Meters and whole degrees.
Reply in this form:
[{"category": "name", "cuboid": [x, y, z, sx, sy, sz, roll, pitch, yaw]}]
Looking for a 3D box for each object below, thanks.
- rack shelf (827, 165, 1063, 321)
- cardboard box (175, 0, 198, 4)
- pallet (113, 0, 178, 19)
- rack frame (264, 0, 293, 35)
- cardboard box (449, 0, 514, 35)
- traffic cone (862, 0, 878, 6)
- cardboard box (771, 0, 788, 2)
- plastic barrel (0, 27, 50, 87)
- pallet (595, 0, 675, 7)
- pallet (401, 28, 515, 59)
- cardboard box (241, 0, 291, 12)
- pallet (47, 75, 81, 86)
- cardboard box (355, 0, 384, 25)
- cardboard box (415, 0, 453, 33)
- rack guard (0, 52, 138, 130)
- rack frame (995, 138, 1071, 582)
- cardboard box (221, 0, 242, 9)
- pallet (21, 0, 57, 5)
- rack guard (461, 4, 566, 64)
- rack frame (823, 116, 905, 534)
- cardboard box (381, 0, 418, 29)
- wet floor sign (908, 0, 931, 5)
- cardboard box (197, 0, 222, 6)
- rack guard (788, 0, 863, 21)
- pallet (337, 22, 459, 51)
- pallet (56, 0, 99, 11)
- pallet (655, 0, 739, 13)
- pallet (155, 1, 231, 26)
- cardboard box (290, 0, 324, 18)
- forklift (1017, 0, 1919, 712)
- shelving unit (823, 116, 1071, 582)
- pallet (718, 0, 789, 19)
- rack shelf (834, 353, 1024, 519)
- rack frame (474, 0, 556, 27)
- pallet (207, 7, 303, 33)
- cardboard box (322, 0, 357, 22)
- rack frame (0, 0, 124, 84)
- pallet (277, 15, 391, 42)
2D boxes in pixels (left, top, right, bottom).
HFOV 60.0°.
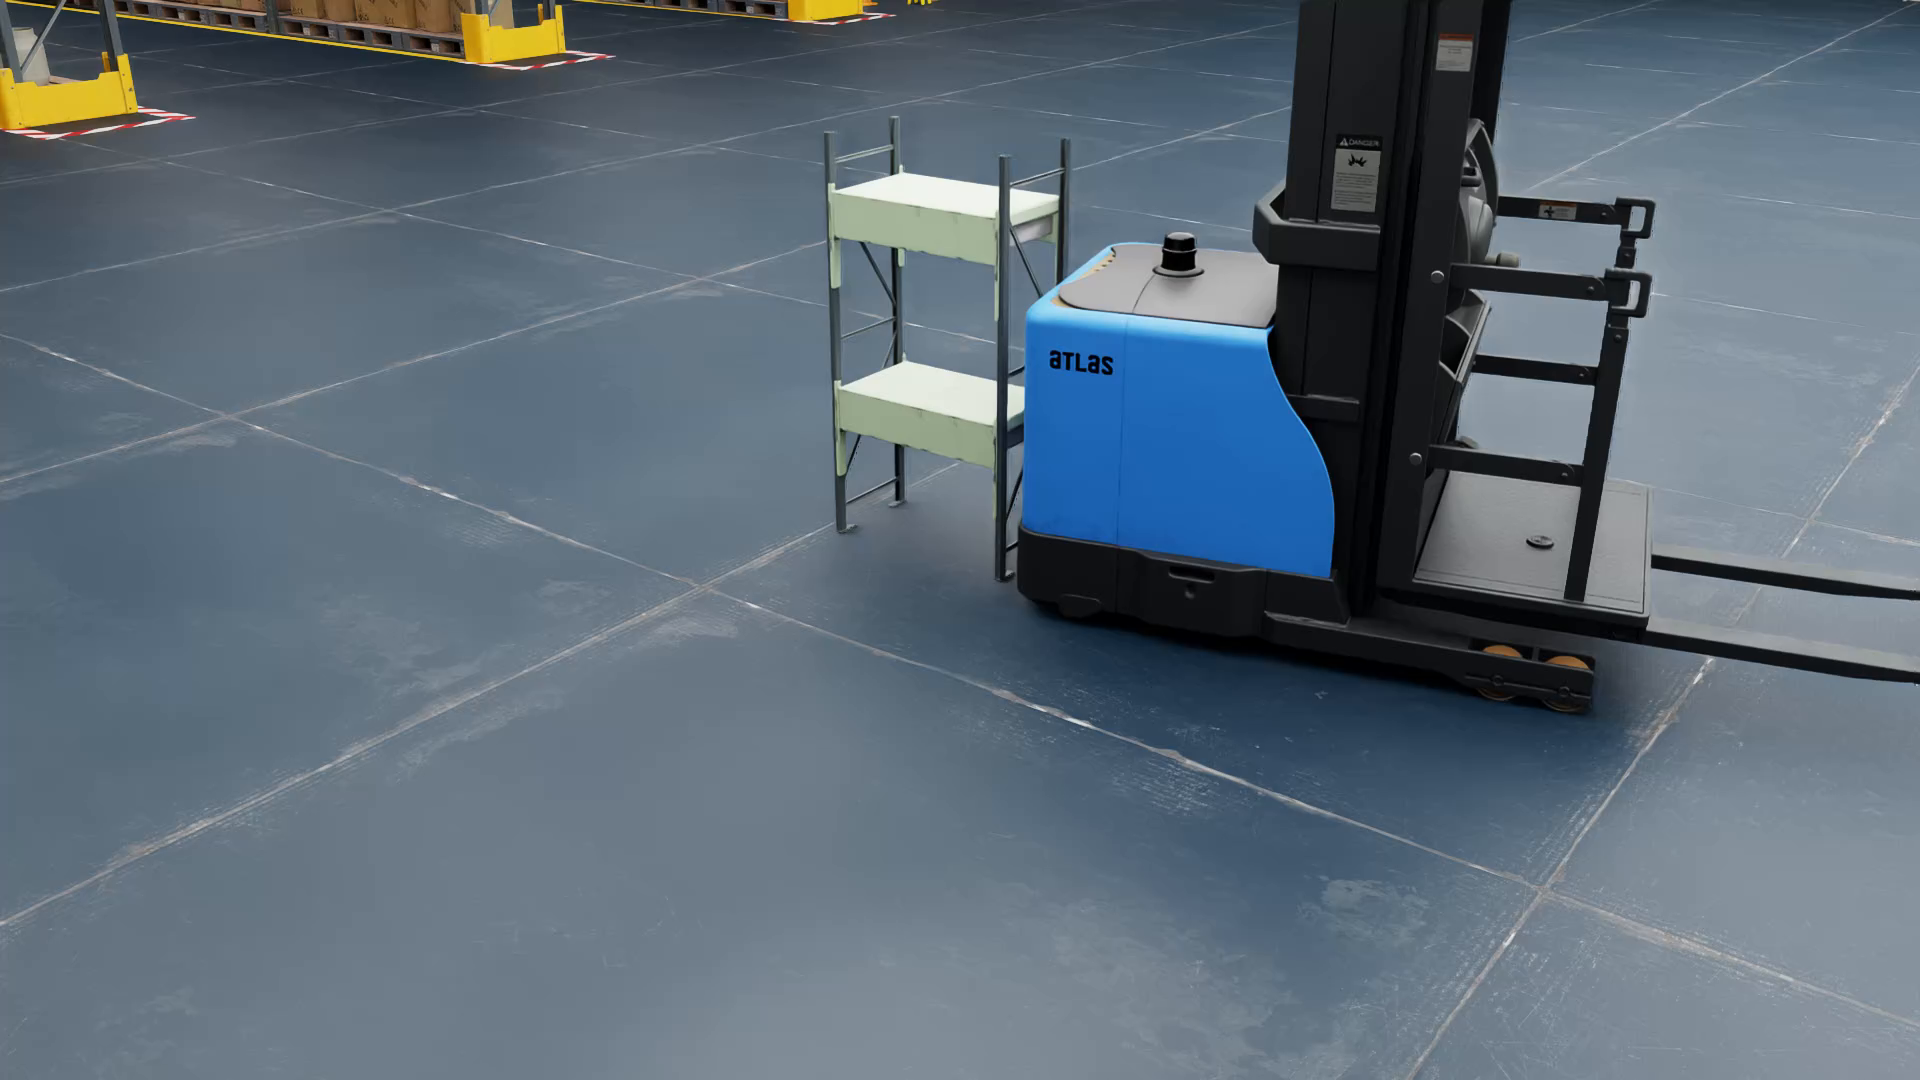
[{"category": "rack shelf", "cuboid": [-0.047, -1.048, 5.800, 0.720, 0.370, 0.431, 16, 29, 32]}, {"category": "cardboard box", "cuboid": [-9.780, -7.267, 21.577, 0.500, 0.500, 0.700, 20, 31, 38]}, {"category": "pallet", "cuboid": [-10.613, -7.164, 22.248, 1.213, 0.211, 1.003, 17, 29, 33]}, {"category": "rack frame", "cuboid": [-8.037, -7.663, 19.921, 0.127, 3.000, 1.000, 17, 29, 33]}, {"category": "cardboard box", "cuboid": [-5.326, -5.900, 18.500, 0.500, 0.500, 0.500, -20, 31, -38]}, {"category": "traffic cone", "cuboid": [-1.354, -7.697, 23.145, 0.334, 0.463, 0.336, 17, 29, 33]}, {"category": "cardboard box", "cuboid": [-2.363, -7.634, 21.970, 0.875, 0.875, 0.875, 17, 29, 34]}, {"category": "plastic barrel", "cuboid": [-8.379, -4.285, 14.821, 0.421, 0.512, 0.421, 0, 24, 0]}, {"category": "pallet", "cuboid": [-4.420, -7.753, 23.585, 1.213, 0.211, 1.003, 17, 29, 33]}, {"category": "pallet", "cuboid": [-5.526, -5.645, 18.801, 1.213, 0.211, 1.003, 17, 29, 33]}, {"category": "cardboard box", "cuboid": [-8.515, -6.875, 20.689, 0.500, 0.500, 0.700, 14, 28, 29]}, {"category": "pallet", "cuboid": [-8.542, -4.023, 15.118, 1.213, 0.211, 1.003, 17, 29, 33]}, {"category": "cardboard box", "cuboid": [-6.734, -6.340, 19.499, 0.500, 0.500, 0.500, 14, 27, 29]}, {"category": "cardboard box", "cuboid": [-5.825, -6.033, 18.803, 0.500, 0.500, 0.500, -17, 29, -34]}, {"category": "rack guard", "cuboid": [-7.896, -3.957, 14.610, 0.348, 0.500, 1.175, 17, 29, 33]}, {"category": "rack frame", "cuboid": [0.250, -0.604, 5.762, 0.023, 1.500, 0.400, 16, 29, 32]}, {"category": "cardboard box", "cuboid": [-8.886, -6.997, 20.964, 0.500, 0.500, 0.700, 17, 29, 33]}, {"category": "pallet", "cuboid": [-12.795, -7.864, 23.836, 1.213, 0.211, 1.003, 17, 29, 33]}, {"category": "rack guard", "cuboid": [-4.897, -5.570, 18.271, 0.348, 0.500, 1.175, 17, 29, 33]}, {"category": "rack frame", "cuboid": [-0.344, -0.777, 6.154, 0.023, 1.500, 0.400, 16, 29, 32]}, {"category": "cardboard box", "cuboid": [-6.314, -6.191, 19.160, 0.500, 0.500, 0.500, 20, 31, 38]}, {"category": "wet floor sign", "cuboid": [-0.570, -7.826, 23.211, 0.232, 0.644, 0.267, 12, 26, 24]}, {"category": "cardboard box", "cuboid": [-9.333, -7.132, 21.271, 0.500, 0.500, 0.700, 14, 27, 29]}, {"category": "rack guard", "cuboid": [-1.761, -7.121, 21.793, 0.348, 0.500, 1.175, 17, 29, 33]}, {"category": "pallet", "cuboid": [-6.498, -5.941, 19.471, 1.213, 0.211, 1.003, 17, 29, 33]}, {"category": "pallet", "cuboid": [-11.823, -7.569, 23.166, 1.213, 0.211, 1.003, 17, 29, 33]}, {"category": "pallet", "cuboid": [-3.439, -7.458, 22.916, 1.213, 0.211, 1.003, 17, 29, 33]}, {"category": "pallet", "cuboid": [-9.641, -6.869, 21.578, 1.213, 0.211, 1.003, 17, 29, 33]}, {"category": "cardboard box", "cuboid": [-7.741, -6.601, 20.091, 0.500, 0.500, 0.500, 16, 28, 32]}, {"category": "forklift", "cuboid": [1.765, -1.061, 5.023, 3.031, 2.935, 1.130, 9, 25, 20]}, {"category": "shelving unit", "cuboid": [-0.047, -0.691, 5.958, 0.755, 1.500, 0.431, 16, 29, 32]}, {"category": "pallet", "cuboid": [-2.467, -7.163, 22.246, 1.213, 0.211, 1.003, 17, 29, 33]}, {"category": "rack shelf", "cuboid": [-0.047, -0.392, 6.089, 0.720, 0.370, 0.431, 16, 29, 32]}, {"category": "rack frame", "cuboid": [-4.836, -6.695, 17.725, 0.127, 3.000, 1.000, 17, 29, 33]}, {"category": "pallet", "cuboid": [-8.661, -6.574, 20.909, 1.213, 0.211, 1.003, 17, 29, 33]}, {"category": "cardboard box", "cuboid": [-7.278, -6.465, 19.783, 0.500, 0.500, 0.500, -16, 28, -31]}, {"category": "rack frame", "cuboid": [-7.807, -5.097, 14.099, 0.127, 3.000, 1.000, 17, 29, 33]}, {"category": "pallet", "cuboid": [-7.478, -6.235, 20.140, 1.213, 0.211, 1.003, 17, 29, 33]}]
